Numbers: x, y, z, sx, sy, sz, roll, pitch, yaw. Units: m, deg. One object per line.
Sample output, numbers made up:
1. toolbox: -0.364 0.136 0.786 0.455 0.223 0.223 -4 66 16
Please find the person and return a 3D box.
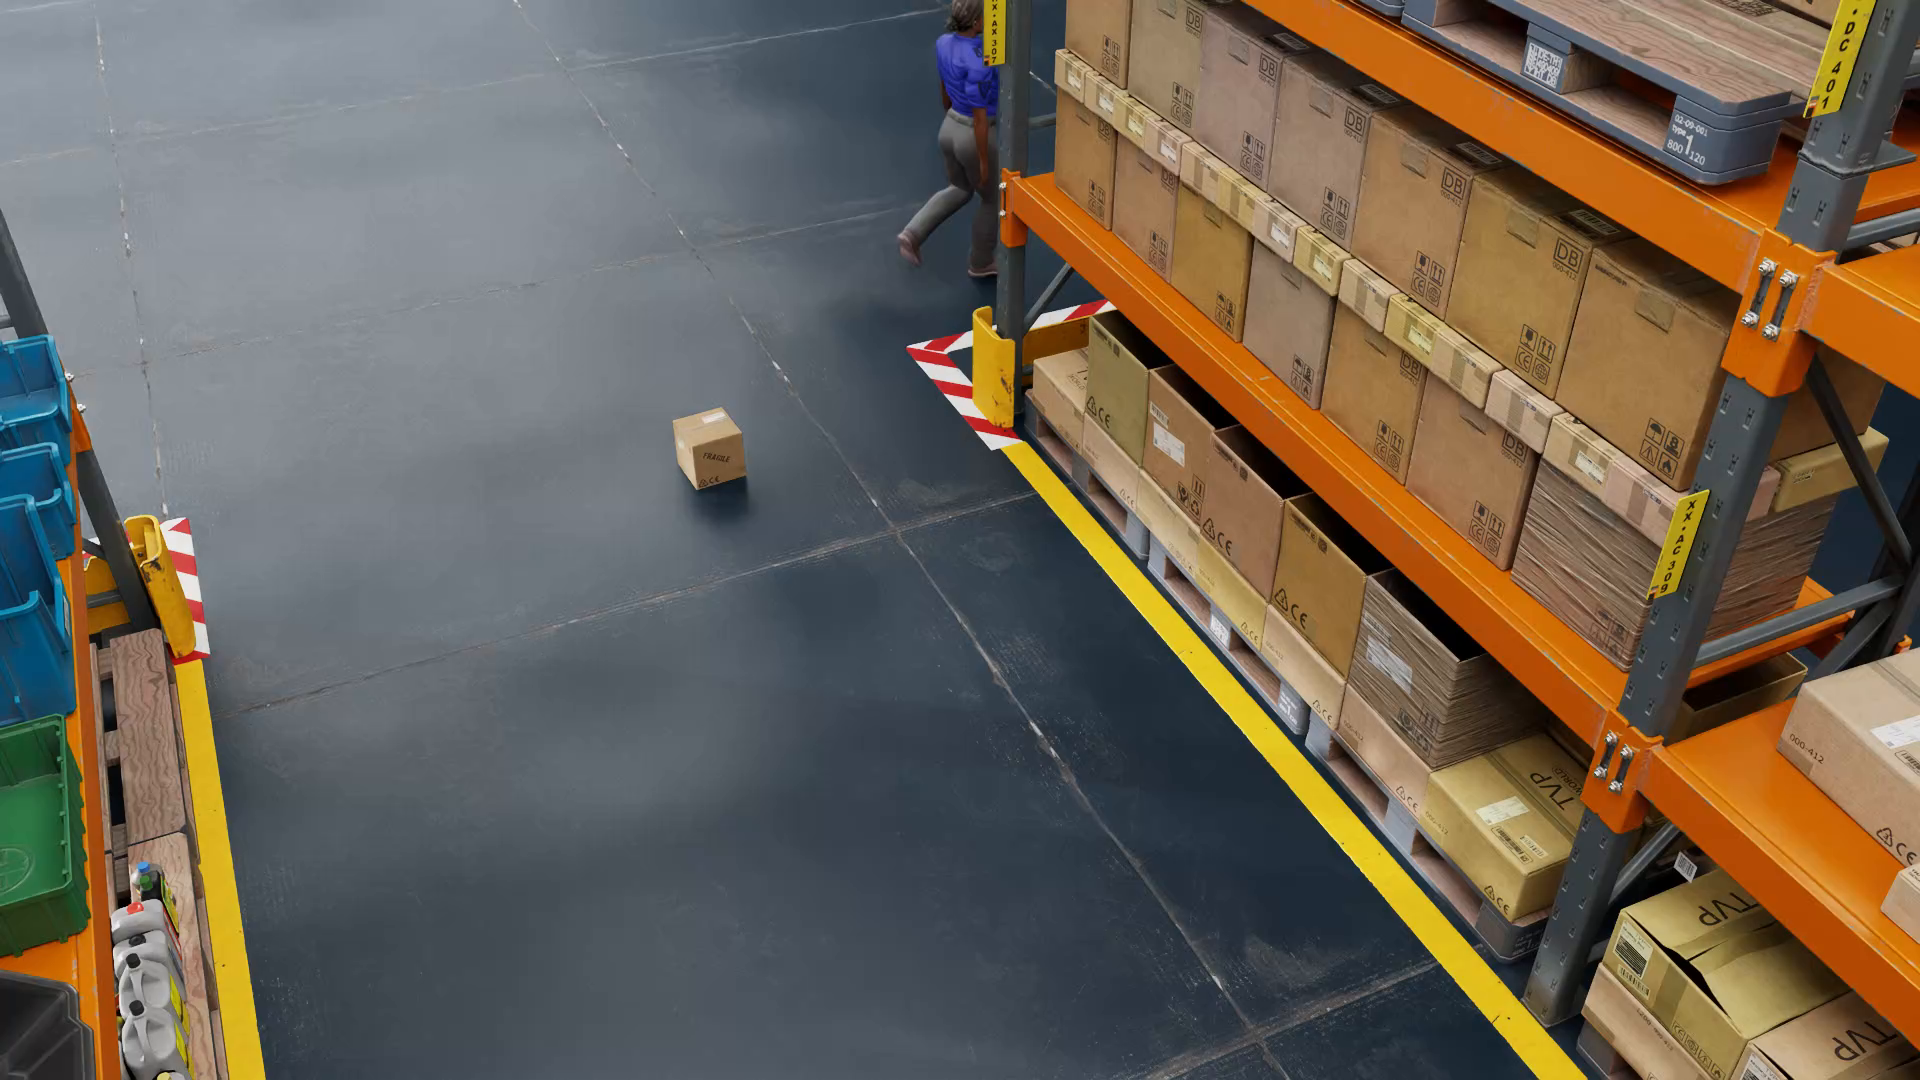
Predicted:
1. person: 0.000 -2.127 8.913 0.677 1.643 0.481 -22 43 -26
